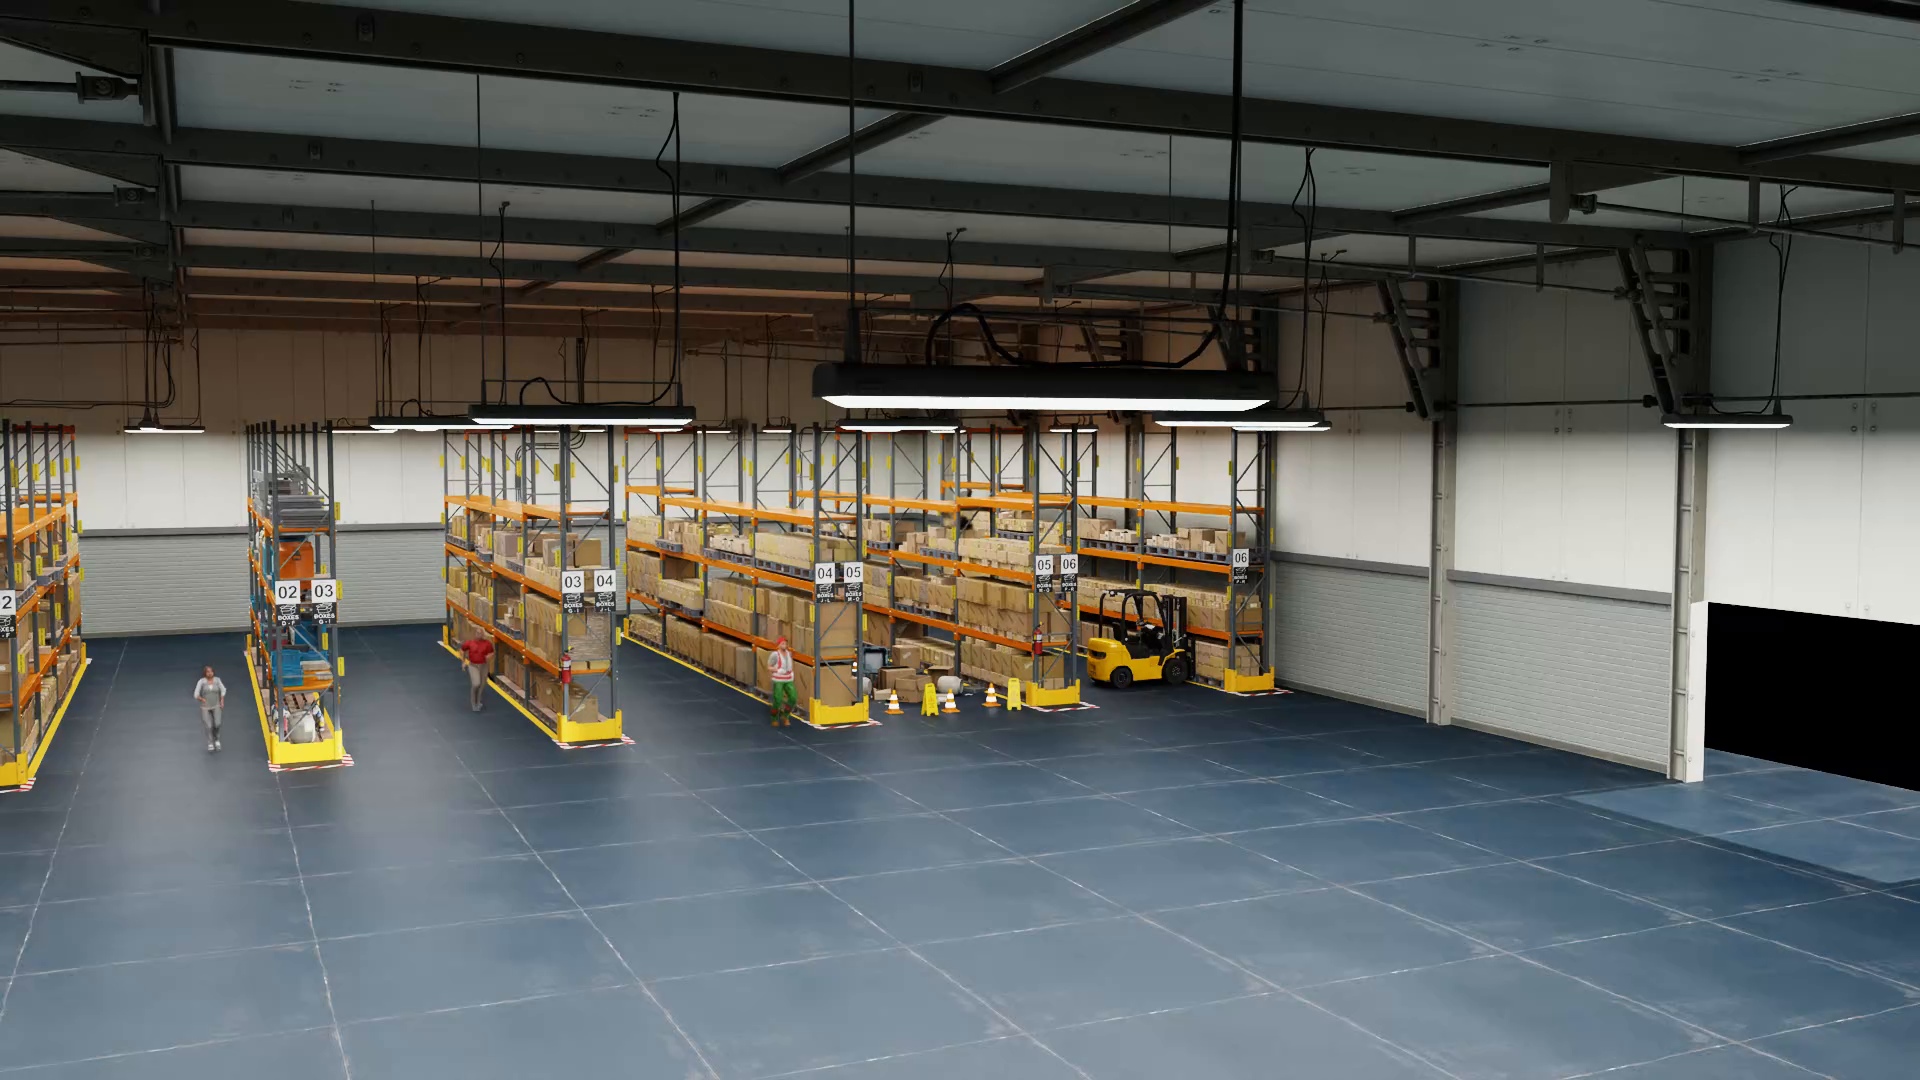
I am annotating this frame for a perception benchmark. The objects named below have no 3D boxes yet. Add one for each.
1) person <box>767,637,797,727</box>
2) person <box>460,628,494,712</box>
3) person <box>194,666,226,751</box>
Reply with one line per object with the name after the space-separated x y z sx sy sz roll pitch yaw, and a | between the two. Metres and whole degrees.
-3.468 2.800 32.661 0.643 1.799 0.638 -3 4 -37 | person
-10.004 2.714 34.582 0.627 1.765 0.814 -2 4 -33 | person
-13.543 3.050 30.047 0.541 1.568 0.604 -2 4 -28 | person
